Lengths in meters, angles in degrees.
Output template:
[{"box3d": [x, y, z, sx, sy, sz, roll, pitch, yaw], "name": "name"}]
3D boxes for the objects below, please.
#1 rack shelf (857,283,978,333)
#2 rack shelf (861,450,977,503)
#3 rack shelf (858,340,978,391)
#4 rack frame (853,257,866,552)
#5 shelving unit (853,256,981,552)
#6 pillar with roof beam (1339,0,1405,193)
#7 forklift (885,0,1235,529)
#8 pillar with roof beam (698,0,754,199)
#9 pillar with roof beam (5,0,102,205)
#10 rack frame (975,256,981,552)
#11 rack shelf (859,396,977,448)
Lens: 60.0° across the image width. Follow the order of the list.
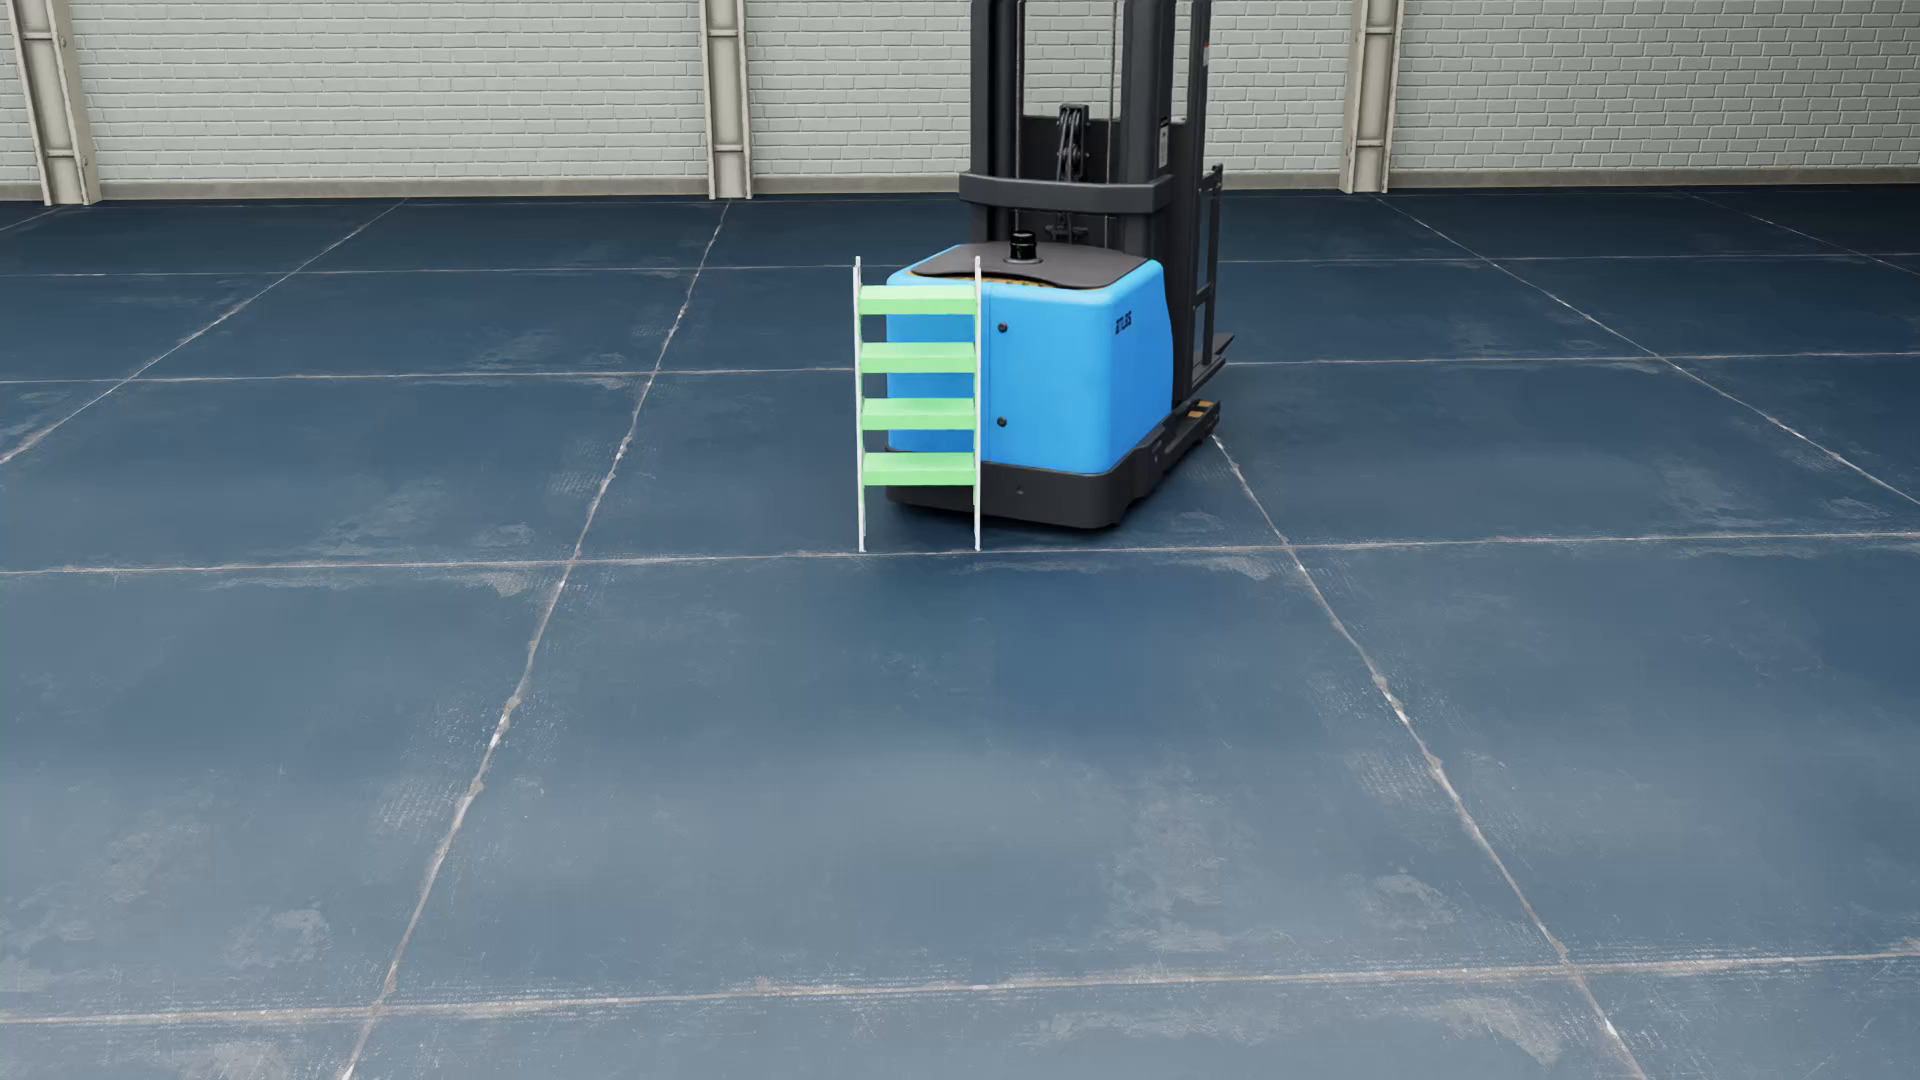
[{"box3d": [-0.171, -0.942, 6.739, 0.480, 0.148, 0.258, 0, 21, -1], "name": "rack shelf"}, {"box3d": [-0.171, -0.269, 6.995, 0.480, 0.148, 0.258, 0, 21, -1], "name": "rack shelf"}, {"box3d": [-0.171, -0.718, 6.825, 0.480, 0.148, 0.258, 0, 21, -1], "name": "rack shelf"}, {"box3d": [-0.415, -0.552, 6.884, 0.015, 1.200, 0.240, 0, 21, -1], "name": "rack frame"}, {"box3d": [-0.171, -0.553, 6.887, 0.503, 1.200, 0.258, 0, 21, -1], "name": "shelving unit"}, {"box3d": [4.096, -6.020, 10.287, 0.400, 9.000, 9.100, -1, 21, -3], "name": "pillar with roof beam"}, {"box3d": [0.698, -1.907, 8.012, 1.130, 2.935, 3.031, 8, 22, 21], "name": "forklift"}, {"box3d": [-1.894, -5.898, 9.966, 0.400, 9.000, 9.100, -1, 21, -3], "name": "pillar with roof beam"}, {"box3d": [-7.884, -5.777, 9.646, 0.400, 9.000, 9.100, -1, 21, -3], "name": "pillar with roof beam"}, {"box3d": [0.073, -0.554, 6.890, 0.015, 1.200, 0.240, 0, 21, -1], "name": "rack frame"}, {"box3d": [-0.171, -0.493, 6.910, 0.480, 0.148, 0.258, 0, 21, -1], "name": "rack shelf"}]
